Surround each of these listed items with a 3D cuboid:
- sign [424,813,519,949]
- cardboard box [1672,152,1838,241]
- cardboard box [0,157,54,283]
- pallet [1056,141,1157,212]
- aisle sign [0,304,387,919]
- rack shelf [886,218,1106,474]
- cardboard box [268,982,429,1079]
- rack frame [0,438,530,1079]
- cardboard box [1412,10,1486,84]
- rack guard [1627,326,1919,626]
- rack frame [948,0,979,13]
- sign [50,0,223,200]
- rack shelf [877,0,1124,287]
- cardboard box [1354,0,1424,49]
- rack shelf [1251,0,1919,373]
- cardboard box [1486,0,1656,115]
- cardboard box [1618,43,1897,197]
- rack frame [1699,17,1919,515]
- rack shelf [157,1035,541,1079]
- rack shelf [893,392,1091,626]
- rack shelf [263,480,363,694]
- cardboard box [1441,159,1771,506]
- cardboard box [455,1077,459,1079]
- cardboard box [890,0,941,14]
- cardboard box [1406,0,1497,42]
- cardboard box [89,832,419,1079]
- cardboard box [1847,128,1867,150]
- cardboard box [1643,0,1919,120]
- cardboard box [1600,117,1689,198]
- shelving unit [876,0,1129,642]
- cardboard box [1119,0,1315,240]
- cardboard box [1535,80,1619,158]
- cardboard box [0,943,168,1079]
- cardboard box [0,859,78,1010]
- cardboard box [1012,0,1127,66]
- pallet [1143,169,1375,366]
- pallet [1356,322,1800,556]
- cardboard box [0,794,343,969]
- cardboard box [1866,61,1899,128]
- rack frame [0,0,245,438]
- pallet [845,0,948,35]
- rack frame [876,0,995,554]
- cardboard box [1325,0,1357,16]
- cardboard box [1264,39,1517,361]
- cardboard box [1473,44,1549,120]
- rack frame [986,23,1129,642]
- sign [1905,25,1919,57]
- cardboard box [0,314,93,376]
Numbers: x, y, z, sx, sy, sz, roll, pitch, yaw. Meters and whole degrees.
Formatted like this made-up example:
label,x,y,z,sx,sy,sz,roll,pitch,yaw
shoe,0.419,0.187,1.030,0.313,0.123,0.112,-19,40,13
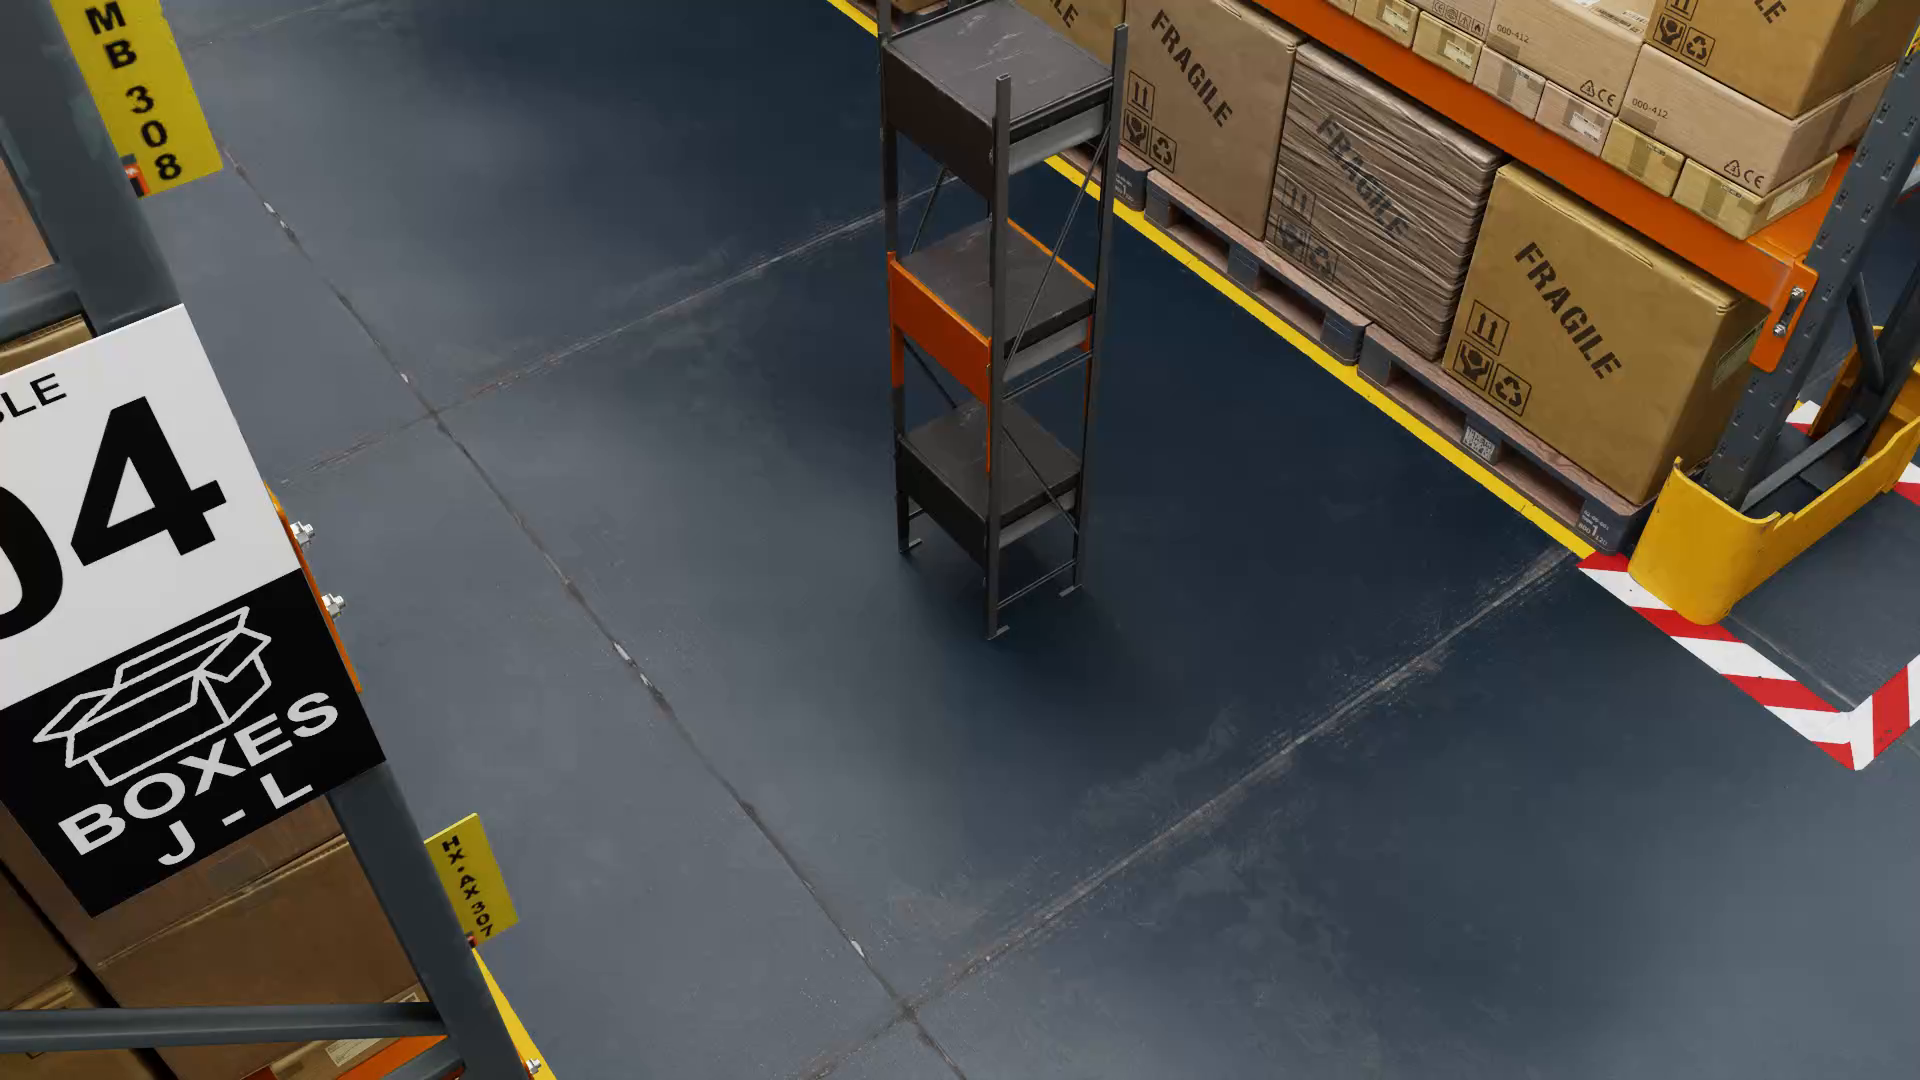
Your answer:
label,x,y,z,sx,sy,sz,roll,pitch,yaw
sign,-0.779,0.549,2.643,0.100,0.325,0.005,-29,54,-24
cardboard box,2.320,-1.060,4.856,0.380,0.149,0.250,-28,54,-23
cardboard box,-1.276,-0.423,1.848,0.500,0.250,0.500,-29,54,-23
pallet,0.774,-2.020,7.439,1.003,0.211,1.213,-29,54,-24
aisle sign,-0.928,0.119,1.863,0.394,0.787,0.004,-29,54,-24
rack shelf,0.100,-0.598,4.894,0.431,0.518,0.480,-29,54,-24
cardboard box,-1.146,0.830,3.143,0.380,0.149,0.250,-30,54,-24
rack frame,-1.211,1.084,2.743,1.000,3.000,0.127,-29,54,-24
cardboard box,1.701,-1.661,5.401,0.380,0.149,0.250,-31,55,-25
rack guard,2.812,-0.228,5.619,1.175,0.500,0.348,-29,54,-24
rack frame,0.376,-3.440,6.844,1.000,3.000,0.127,-29,54,-24
sign,-0.779,-0.461,1.529,0.100,0.325,0.005,-29,54,-24
rack shelf,0.100,-1.069,4.375,0.431,0.518,0.480,-29,54,-24
cardboard box,1.543,-1.814,5.539,0.380,0.149,0.250,-29,54,-24
rack shelf,1.587,-2.019,6.042,1.077,0.370,4.000,-29,54,-24
cardboard box,1.987,-1.597,5.074,0.500,0.250,0.500,-30,55,-25
cardboard box,2.293,-1.298,4.803,0.500,0.250,0.500,-30,55,-25
rack frame,2.798,-1.082,4.706,1.000,3.000,0.127,-29,54,-24
rack shelf,-2.422,0.146,4.079,1.077,0.370,4.000,-29,54,-24
rack shelf,0.100,-0.128,5.412,0.431,0.518,0.480,-29,54,-24
rack shelf,-2.422,-0.862,2.967,1.077,0.370,4.000,-29,54,-24
cardboard box,2.347,-0.851,5.647,0.875,0.875,0.875,-29,54,-24
cardboard box,-1.258,1.239,3.841,0.380,0.149,0.250,-32,55,-26
cardboard box,-0.028,-3.236,7.810,1.225,0.875,0.875,-29,54,-24
cardboard box,1.678,-1.897,5.346,0.500,0.250,0.500,-31,55,-25
cardboard box,-1.263,0.561,2.948,0.500,0.500,0.500,-27,53,-22
cardboard box,2.845,-1.355,5.123,0.380,0.149,0.250,-29,54,-24
cardboard box,2.294,-1.553,4.527,0.500,0.500,0.500,-29,54,-24
cardboard box,2.161,-1.212,4.994,0.380,0.149,0.250,-29,54,-24
shelving unit,0.100,-0.608,4.884,0.431,2.100,0.503,-29,54,-24
cardboard box,1.257,-1.912,6.609,0.875,0.875,0.875,-29,54,-24
cardboard box,2.009,-1.361,5.129,0.380,0.149,0.250,-29,54,-24
cardboard box,-1.688,0.801,2.731,0.500,0.500,0.500,-28,54,-23
cardboard box,-1.686,0.456,2.369,0.500,0.500,0.500,-30,55,-25
cardboard box,0.712,-2.443,7.091,0.875,0.875,0.875,-29,54,-24
pallet,1.517,-1.300,6.786,1.003,0.211,1.213,-29,54,-24
pallet,2.251,-0.582,6.135,1.003,0.211,1.213,-29,54,-24
cardboard box,-1.271,0.230,2.573,0.500,0.500,0.500,-30,54,-24
cardboard box,2.722,-1.535,5.018,0.500,0.250,0.500,-31,55,-25
rack frame,-1.211,-0.931,0.520,1.000,3.000,0.127,-29,54,-24
pallet,-0.151,-2.925,8.259,1.003,0.211,1.213,-29,54,-24
rack frame,-0.048,-0.752,5.014,0.400,2.100,0.015,-29,54,-24
cardboard box,1.395,-1.961,5.673,0.380,0.149,0.250,-28,54,-23
cardboard box,1.796,-1.387,6.134,0.875,0.875,0.875,-29,54,-24
cardboard box,1.859,-1.509,5.263,0.380,0.149,0.250,-29,54,-23
rack frame,0.248,-0.464,4.753,0.400,2.100,0.015,-29,54,-24
sign,2.357,-1.315,3.976,0.100,0.325,0.005,-29,54,-24
cardboard box,-1.279,-0.253,2.031,0.500,0.250,0.500,-28,53,-23
